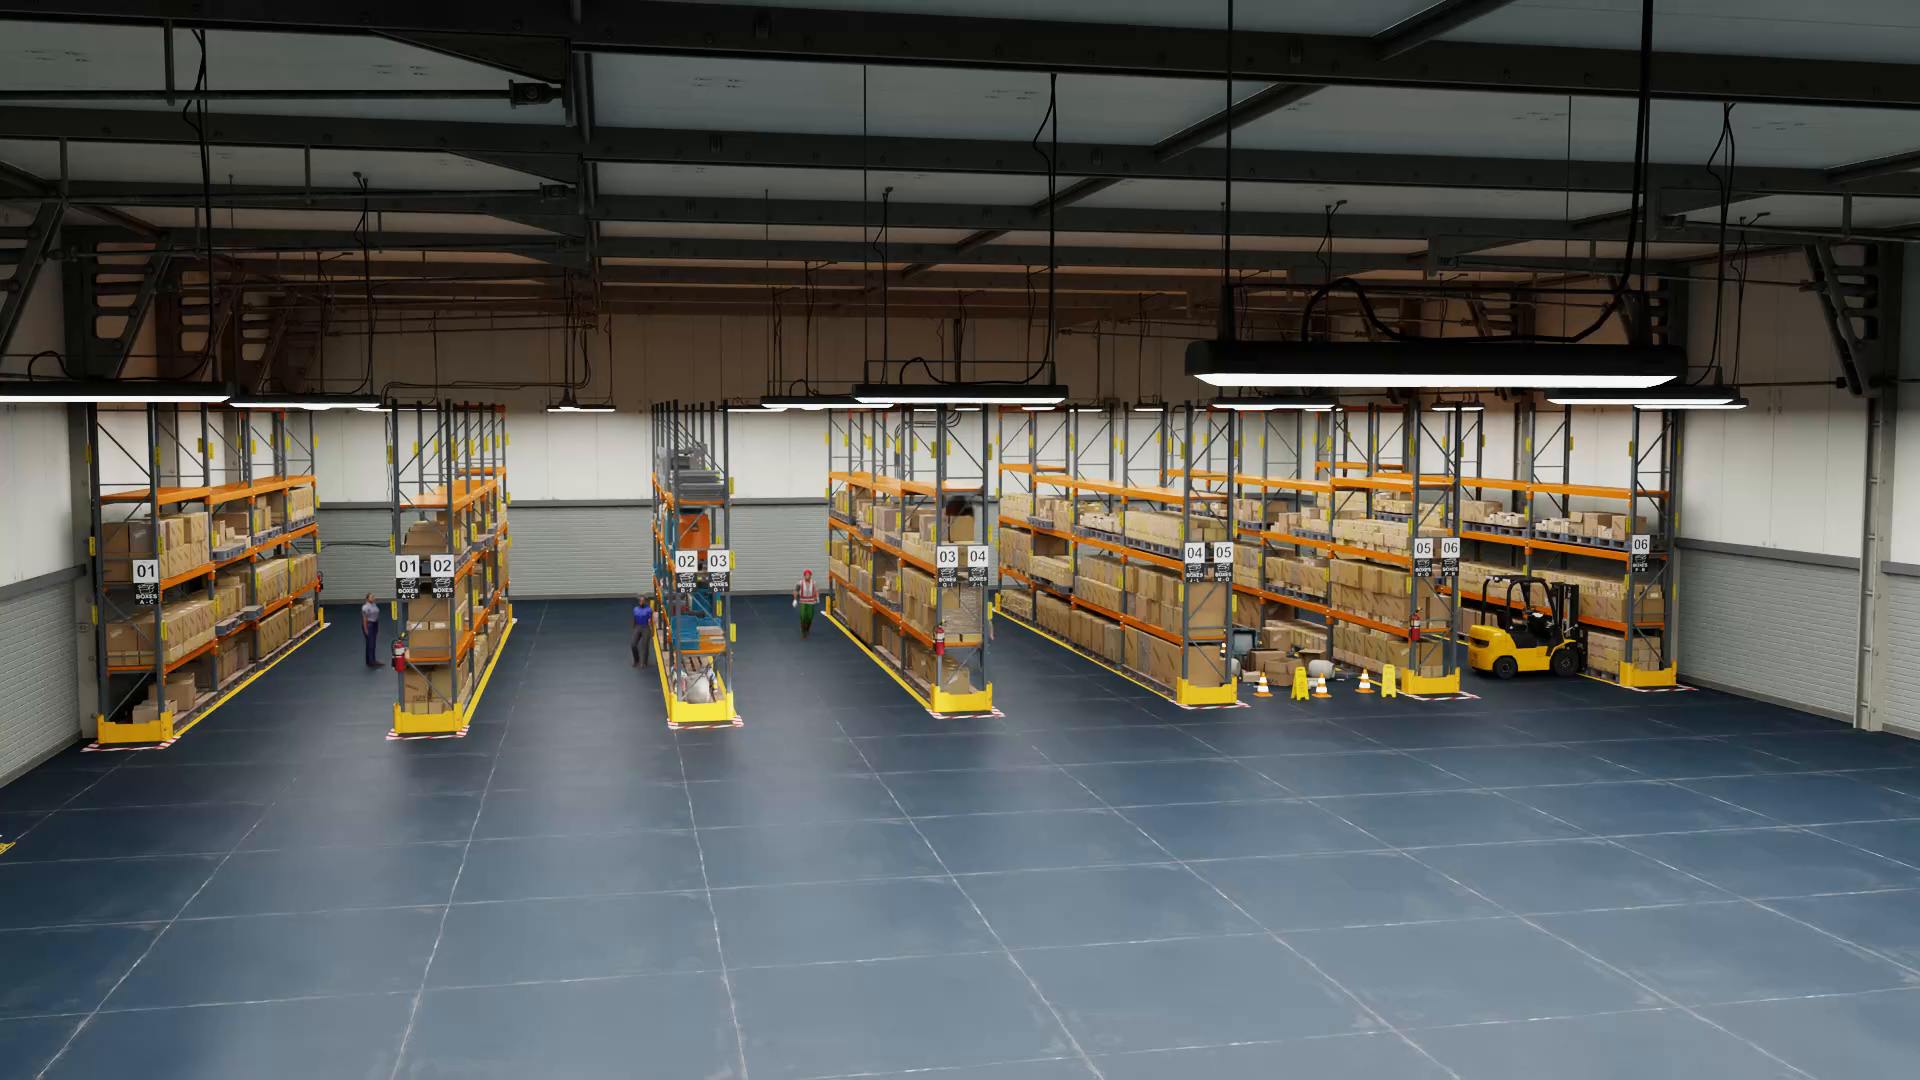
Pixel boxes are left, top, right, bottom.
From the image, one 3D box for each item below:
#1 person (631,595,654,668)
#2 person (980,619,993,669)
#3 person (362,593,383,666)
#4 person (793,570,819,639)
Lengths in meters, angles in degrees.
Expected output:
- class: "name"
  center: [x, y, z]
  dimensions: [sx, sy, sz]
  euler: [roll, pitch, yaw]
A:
- class: "person"
  center: [-7.188, 2.067, 37.655]
  dimensions: [0.579, 1.653, 0.401]
  euler: [0, 4, 5]
- class: "person"
  center: [0.511, 2.149, 37.161]
  dimensions: [0.424, 1.533, 0.915]
  euler: [-1, 4, -16]
- class: "person"
  center: [-13.459, 2.033, 38.143]
  dimensions: [0.442, 1.654, 0.517]
  euler: [0, 4, -5]
- class: "person"
  center: [-3.950, 1.664, 42.765]
  dimensions: [0.659, 1.813, 0.877]
  euler: [-1, 4, -8]
